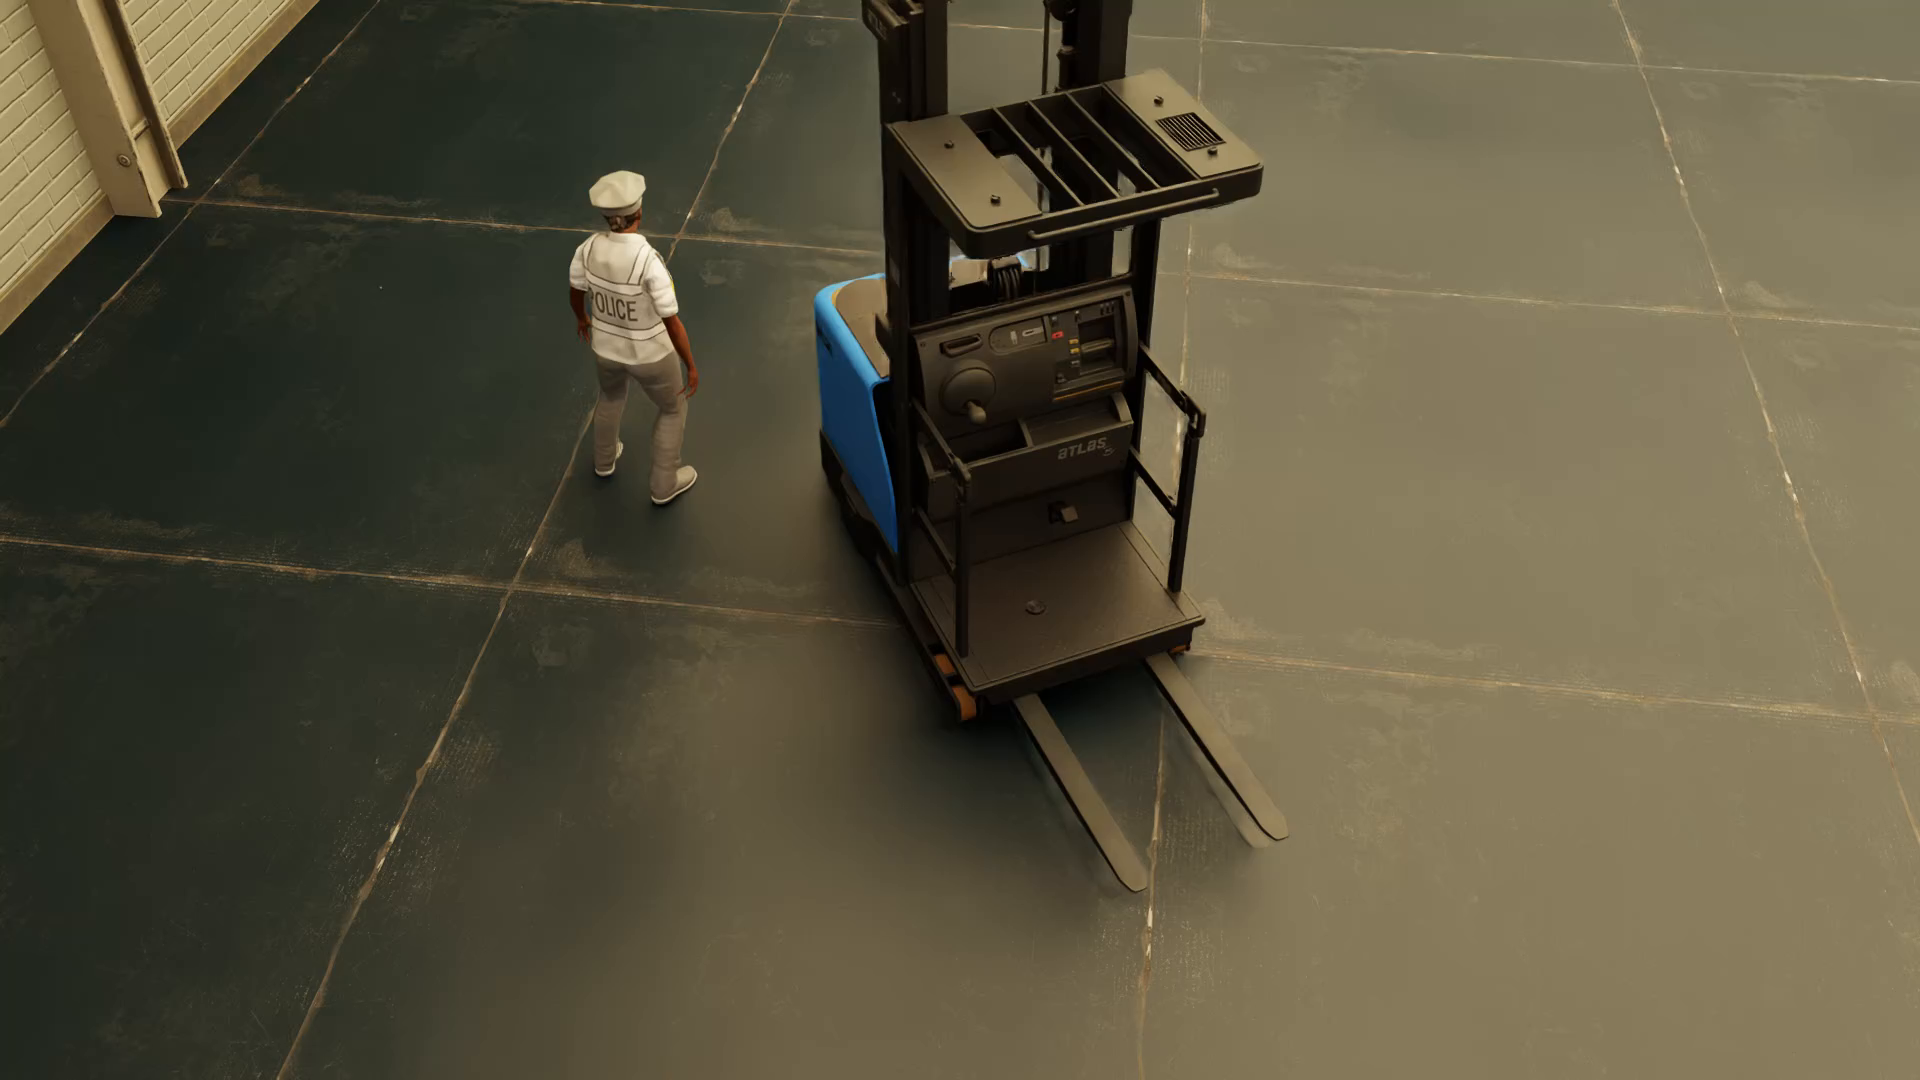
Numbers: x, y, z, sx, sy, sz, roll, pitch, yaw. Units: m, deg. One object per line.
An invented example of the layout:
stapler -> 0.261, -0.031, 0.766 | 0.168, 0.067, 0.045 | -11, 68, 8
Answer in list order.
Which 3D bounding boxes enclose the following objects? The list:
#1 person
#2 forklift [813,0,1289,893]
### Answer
person -> -1.516, -0.901, 7.667 | 0.734, 1.636, 0.375 | 16, 45, 17
forklift -> 0.358, -0.643, 6.424 | 1.130, 2.935, 3.031 | -16, 45, -17
